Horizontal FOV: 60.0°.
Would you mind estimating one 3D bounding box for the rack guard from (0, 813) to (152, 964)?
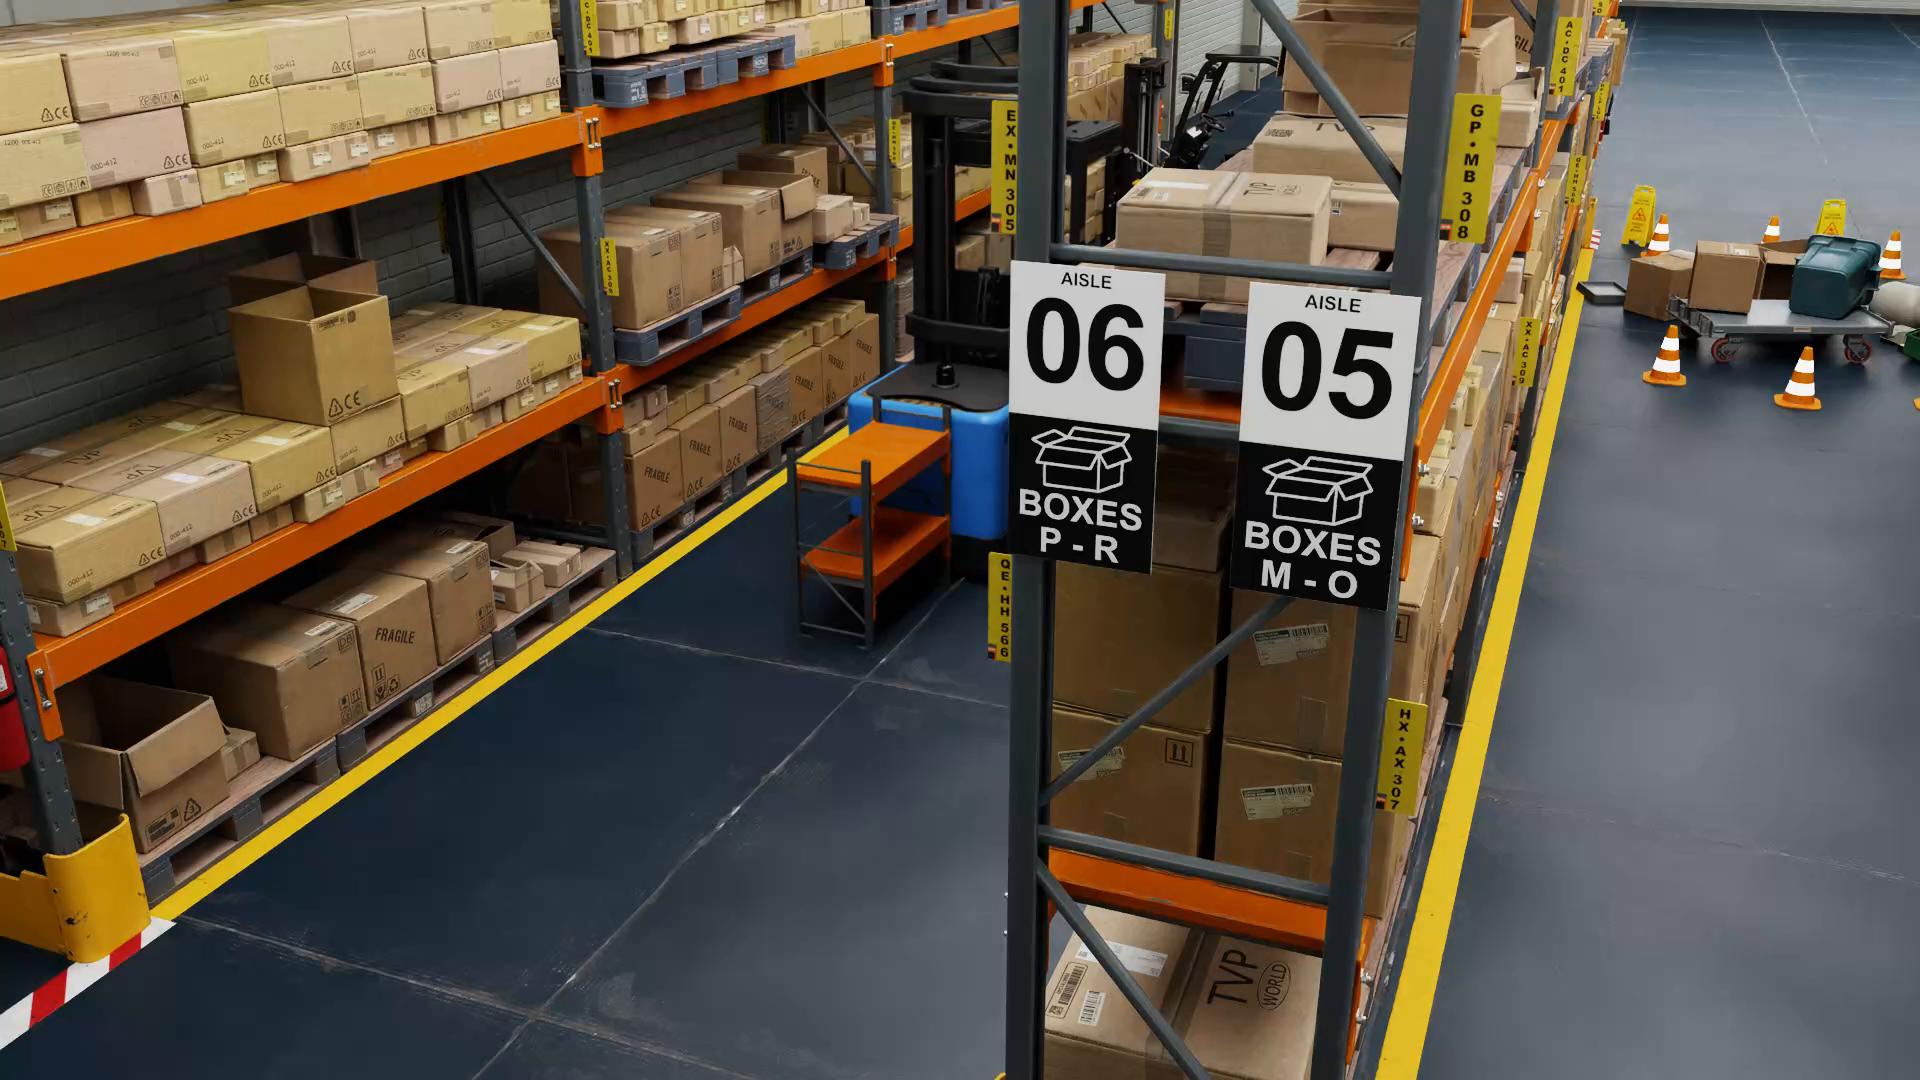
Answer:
[{"bbox_3d":[-3.957,1.333,6.910,1.175,0.500,0.348,9,24,20],"label":"rack guard"}]

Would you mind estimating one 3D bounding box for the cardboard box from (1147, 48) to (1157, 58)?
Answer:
[{"bbox_3d":[2.089,-5.700,19.533,0.380,0.149,0.250,9,24,21],"label":"cardboard box"}]

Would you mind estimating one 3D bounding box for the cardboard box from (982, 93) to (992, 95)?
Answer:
[{"bbox_3d":[0.142,-4.338,16.272,0.380,0.149,0.250,8,24,19],"label":"cardboard box"}]

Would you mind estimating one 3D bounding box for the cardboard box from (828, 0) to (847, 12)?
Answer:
[{"bbox_3d":[-1.037,-3.904,11.989,0.380,0.149,0.250,8,24,19],"label":"cardboard box"}]

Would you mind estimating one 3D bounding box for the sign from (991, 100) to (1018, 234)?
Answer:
[{"bbox_3d":[0.126,-0.923,4.129,0.100,0.325,0.005,9,24,20],"label":"sign"}]

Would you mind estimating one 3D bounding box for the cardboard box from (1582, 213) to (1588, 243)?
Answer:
[{"bbox_3d":[6.508,-3.398,18.016,0.500,0.250,0.500,9,24,20],"label":"cardboard box"}]

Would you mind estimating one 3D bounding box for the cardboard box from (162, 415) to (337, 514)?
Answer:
[{"bbox_3d":[-3.195,-0.347,7.498,0.500,0.250,0.500,8,24,19],"label":"cardboard box"}]

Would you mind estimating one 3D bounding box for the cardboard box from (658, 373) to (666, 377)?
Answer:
[{"bbox_3d":[-2.233,-1.107,11.364,0.380,0.149,0.250,9,24,22],"label":"cardboard box"}]

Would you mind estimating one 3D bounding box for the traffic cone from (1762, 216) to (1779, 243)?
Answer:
[{"bbox_3d":[8.762,-3.263,17.962,0.336,0.463,0.334,9,24,20],"label":"traffic cone"}]

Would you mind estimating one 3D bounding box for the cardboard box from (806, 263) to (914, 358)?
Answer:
[{"bbox_3d":[-0.770,-1.975,14.123,0.875,0.625,0.625,10,25,22],"label":"cardboard box"}]

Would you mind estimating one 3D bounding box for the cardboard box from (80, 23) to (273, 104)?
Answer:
[{"bbox_3d":[-3.207,-1.960,6.819,0.500,0.250,0.500,8,24,19],"label":"cardboard box"}]

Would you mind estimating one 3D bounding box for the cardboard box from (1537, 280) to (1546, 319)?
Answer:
[{"bbox_3d":[3.101,-1.342,9.618,0.500,0.250,0.500,8,24,18],"label":"cardboard box"}]

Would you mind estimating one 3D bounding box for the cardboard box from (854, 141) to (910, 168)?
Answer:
[{"bbox_3d":[-0.622,-3.073,13.245,0.380,0.149,0.250,10,24,22],"label":"cardboard box"}]

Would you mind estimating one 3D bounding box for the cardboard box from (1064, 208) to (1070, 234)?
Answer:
[{"bbox_3d":[0.938,-3.372,17.305,0.500,0.250,0.500,9,24,20],"label":"cardboard box"}]

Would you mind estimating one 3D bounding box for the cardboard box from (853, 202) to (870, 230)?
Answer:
[{"bbox_3d":[-0.902,-2.444,12.490,0.380,0.149,0.250,9,24,21],"label":"cardboard box"}]

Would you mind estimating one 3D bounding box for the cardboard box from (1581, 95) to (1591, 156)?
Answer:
[{"bbox_3d":[5.123,-3.557,14.314,0.500,0.500,0.500,8,24,19],"label":"cardboard box"}]

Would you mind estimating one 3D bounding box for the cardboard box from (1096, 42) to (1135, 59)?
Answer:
[{"bbox_3d":[1.730,-5.465,18.585,0.380,0.149,0.250,9,24,21],"label":"cardboard box"}]

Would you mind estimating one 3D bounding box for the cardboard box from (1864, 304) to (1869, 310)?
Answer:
[{"bbox_3d":[8.643,-2.323,15.966,0.396,0.266,0.258,13,26,29],"label":"cardboard box"}]

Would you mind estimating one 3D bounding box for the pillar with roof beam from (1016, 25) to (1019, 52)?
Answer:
[{"bbox_3d":[4.859,-7.551,17.151,9.100,9.000,0.400,9,24,20],"label":"pillar with roof beam"}]

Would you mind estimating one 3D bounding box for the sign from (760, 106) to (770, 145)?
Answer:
[{"bbox_3d":[-1.531,-3.269,13.181,0.100,0.325,0.005,9,24,20],"label":"sign"}]

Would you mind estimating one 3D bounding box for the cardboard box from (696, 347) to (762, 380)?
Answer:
[{"bbox_3d":[-1.620,-1.232,11.663,0.380,0.149,0.250,9,24,20],"label":"cardboard box"}]

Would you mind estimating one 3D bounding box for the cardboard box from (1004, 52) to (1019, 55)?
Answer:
[{"bbox_3d":[0.677,-5.097,17.702,0.380,0.149,0.250,8,24,19],"label":"cardboard box"}]

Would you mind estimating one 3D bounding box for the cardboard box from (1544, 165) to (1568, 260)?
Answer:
[{"bbox_3d":[3.464,-2.047,10.332,0.500,0.500,0.500,9,24,21],"label":"cardboard box"}]

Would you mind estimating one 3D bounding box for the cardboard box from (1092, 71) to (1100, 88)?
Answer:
[{"bbox_3d":[1.259,-4.871,17.548,0.380,0.149,0.250,9,24,20],"label":"cardboard box"}]

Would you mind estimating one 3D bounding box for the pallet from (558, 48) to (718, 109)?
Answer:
[{"bbox_3d":[-2.193,-2.745,9.783,1.213,0.211,1.003,9,24,20],"label":"pallet"}]

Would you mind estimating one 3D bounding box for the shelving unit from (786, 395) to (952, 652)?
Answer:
[{"bbox_3d":[-0.497,-0.119,9.574,0.538,1.125,1.048,10,25,23],"label":"shelving unit"}]

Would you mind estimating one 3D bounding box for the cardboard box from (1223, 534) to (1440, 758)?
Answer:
[{"bbox_3d":[1.067,0.278,4.767,0.500,0.500,0.500,8,24,19],"label":"cardboard box"}]

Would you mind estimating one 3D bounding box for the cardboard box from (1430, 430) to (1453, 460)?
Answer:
[{"bbox_3d":[1.328,-0.255,5.201,0.380,0.149,0.250,8,24,18],"label":"cardboard box"}]

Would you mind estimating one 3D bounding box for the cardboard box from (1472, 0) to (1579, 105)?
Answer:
[{"bbox_3d":[2.707,-2.413,8.069,0.500,0.500,0.500,8,24,19],"label":"cardboard box"}]

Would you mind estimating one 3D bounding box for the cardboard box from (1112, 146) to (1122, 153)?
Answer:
[{"bbox_3d":[1.714,-4.330,18.950,0.500,0.250,0.500,9,24,21],"label":"cardboard box"}]

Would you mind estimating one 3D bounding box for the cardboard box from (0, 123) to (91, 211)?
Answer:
[{"bbox_3d":[-3.567,-1.365,6.043,0.500,0.250,0.500,8,24,19],"label":"cardboard box"}]

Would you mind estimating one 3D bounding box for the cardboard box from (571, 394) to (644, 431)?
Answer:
[{"bbox_3d":[-2.176,-0.800,10.245,0.380,0.149,0.250,8,24,19],"label":"cardboard box"}]

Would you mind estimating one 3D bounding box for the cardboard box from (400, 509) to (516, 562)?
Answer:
[{"bbox_3d":[-2.965,0.025,9.742,0.500,0.311,0.500,10,25,22],"label":"cardboard box"}]

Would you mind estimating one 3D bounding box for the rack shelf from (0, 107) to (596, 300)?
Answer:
[{"bbox_3d":[-3.243,-1.561,7.637,1.077,0.370,4.000,9,24,20],"label":"rack shelf"}]

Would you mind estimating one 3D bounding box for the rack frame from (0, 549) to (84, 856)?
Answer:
[{"bbox_3d":[-3.986,0.207,6.363,1.000,3.000,0.127,9,24,20],"label":"rack frame"}]

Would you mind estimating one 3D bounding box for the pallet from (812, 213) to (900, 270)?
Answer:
[{"bbox_3d":[-1.201,-2.315,12.649,1.213,0.211,1.003,9,24,20],"label":"pallet"}]

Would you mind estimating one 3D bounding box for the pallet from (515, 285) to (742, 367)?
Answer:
[{"bbox_3d":[-2.102,-1.406,10.474,1.003,0.211,1.213,9,24,20],"label":"pallet"}]

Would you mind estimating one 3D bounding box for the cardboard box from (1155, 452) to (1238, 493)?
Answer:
[{"bbox_3d":[0.644,-0.142,4.930,0.380,0.149,0.250,9,24,21],"label":"cardboard box"}]

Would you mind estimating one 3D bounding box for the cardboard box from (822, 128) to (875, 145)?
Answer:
[{"bbox_3d":[-0.935,-3.340,13.884,0.380,0.149,0.250,9,24,20],"label":"cardboard box"}]

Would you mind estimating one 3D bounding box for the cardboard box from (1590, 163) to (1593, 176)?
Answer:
[{"bbox_3d":[6.342,-3.825,17.224,0.380,0.149,0.250,9,24,21],"label":"cardboard box"}]

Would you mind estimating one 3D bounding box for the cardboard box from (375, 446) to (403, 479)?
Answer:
[{"bbox_3d":[-2.974,-0.409,8.163,0.380,0.149,0.250,9,24,20],"label":"cardboard box"}]

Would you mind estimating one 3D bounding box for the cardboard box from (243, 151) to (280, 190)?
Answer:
[{"bbox_3d":[-3.154,-1.596,7.112,0.380,0.149,0.250,8,24,19],"label":"cardboard box"}]

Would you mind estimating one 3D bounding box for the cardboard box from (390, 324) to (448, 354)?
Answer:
[{"bbox_3d":[-3.114,-0.974,8.998,0.500,0.250,0.500,9,24,20],"label":"cardboard box"}]

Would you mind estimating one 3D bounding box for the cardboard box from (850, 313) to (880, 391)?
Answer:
[{"bbox_3d":[-0.972,-1.514,13.182,0.500,0.500,0.500,10,24,22],"label":"cardboard box"}]

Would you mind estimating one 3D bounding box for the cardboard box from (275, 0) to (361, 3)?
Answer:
[{"bbox_3d":[-3.126,-2.583,8.311,0.500,0.250,0.500,8,24,19],"label":"cardboard box"}]

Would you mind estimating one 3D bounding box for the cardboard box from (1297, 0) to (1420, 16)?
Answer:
[{"bbox_3d":[1.697,-2.005,6.962,0.500,0.500,0.500,9,24,21],"label":"cardboard box"}]

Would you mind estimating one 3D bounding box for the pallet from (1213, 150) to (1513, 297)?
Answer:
[{"bbox_3d":[1.342,-1.132,5.792,1.003,0.211,1.213,9,24,20],"label":"pallet"}]

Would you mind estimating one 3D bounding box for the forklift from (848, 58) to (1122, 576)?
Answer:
[{"bbox_3d":[0.376,-1.668,10.941,1.130,2.935,3.031,10,25,23],"label":"forklift"}]

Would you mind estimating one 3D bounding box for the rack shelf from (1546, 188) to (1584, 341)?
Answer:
[{"bbox_3d":[4.339,-2.330,13.371,1.077,0.370,4.000,9,24,20],"label":"rack shelf"}]

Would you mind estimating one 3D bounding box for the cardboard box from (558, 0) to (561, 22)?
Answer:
[{"bbox_3d":[-2.422,-3.089,9.627,0.380,0.149,0.250,9,24,20],"label":"cardboard box"}]
